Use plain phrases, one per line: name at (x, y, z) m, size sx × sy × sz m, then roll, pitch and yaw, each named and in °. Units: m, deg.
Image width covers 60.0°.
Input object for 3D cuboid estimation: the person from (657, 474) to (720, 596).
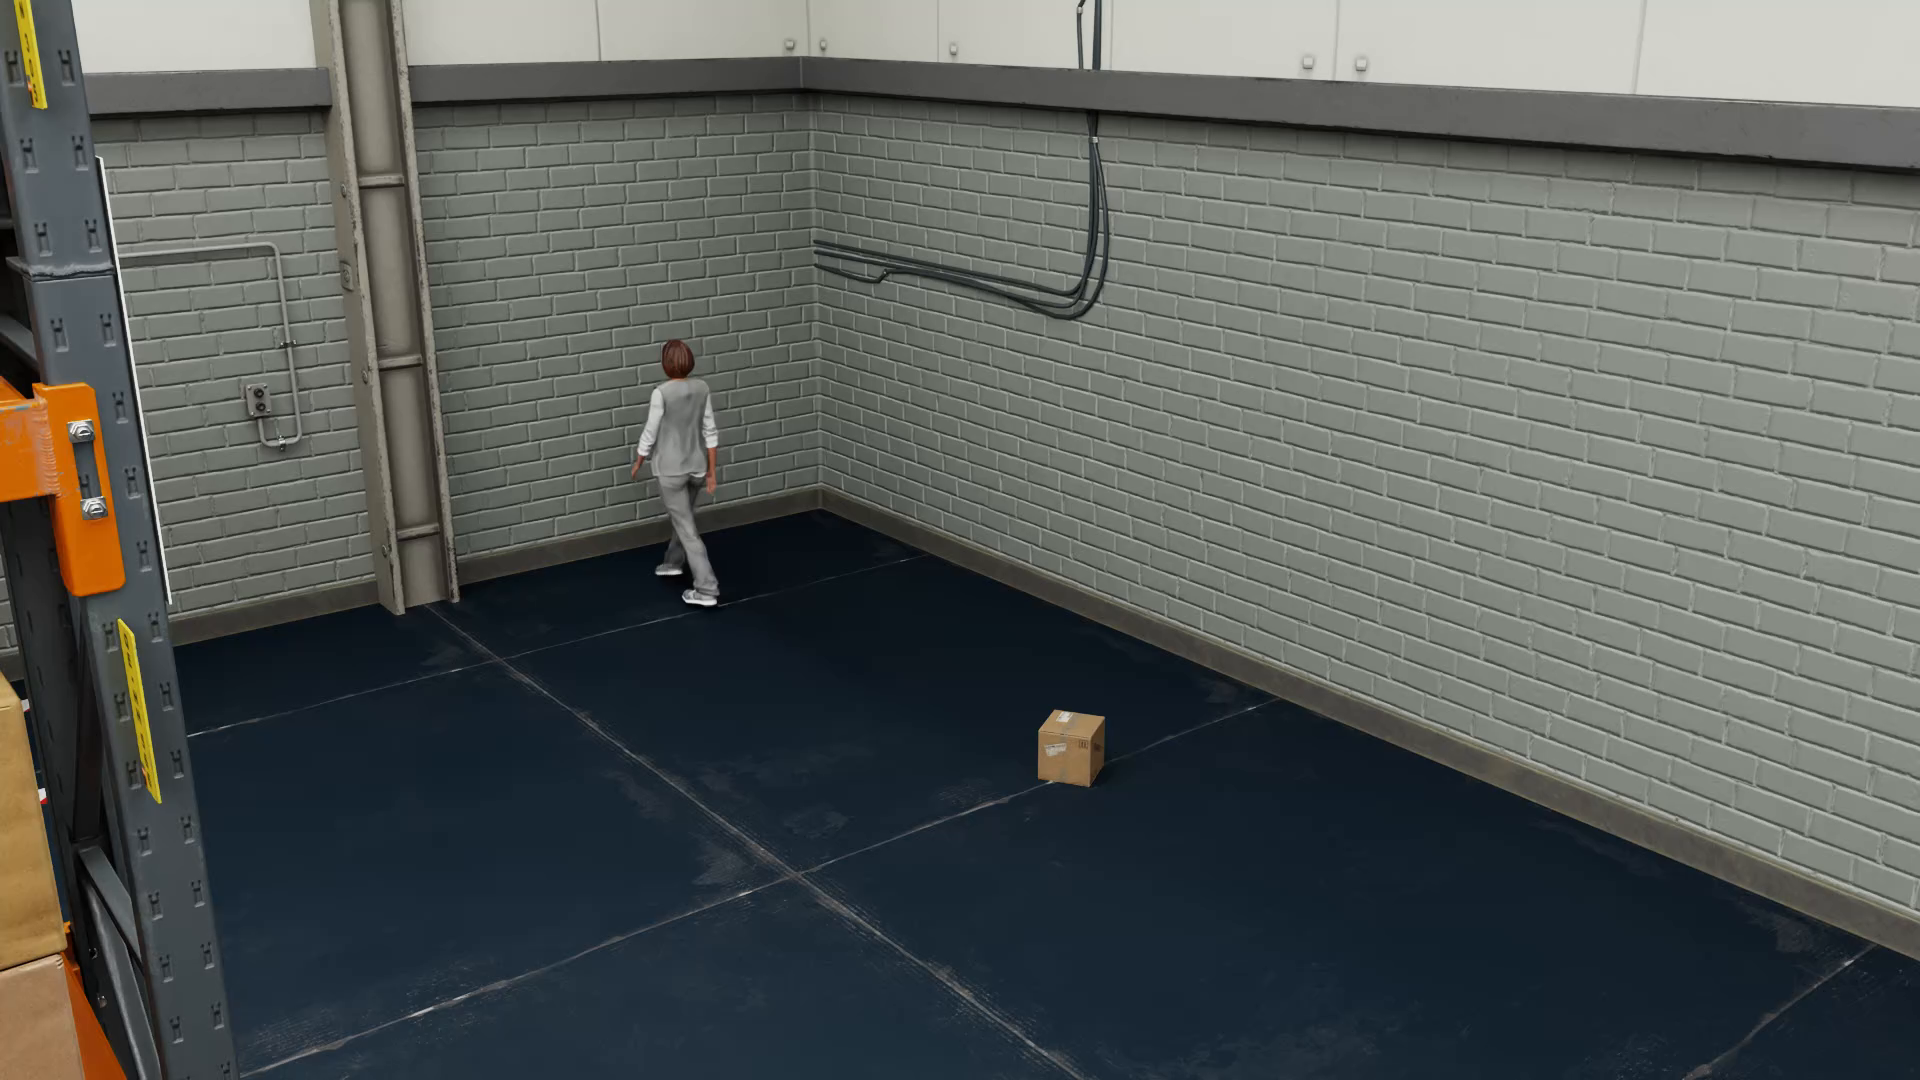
person at (-1.657, -0.128, 9.901) m, size 0.351 × 0.800 × 0.708 m, roll -16°, pitch 24°, yaw -41°
